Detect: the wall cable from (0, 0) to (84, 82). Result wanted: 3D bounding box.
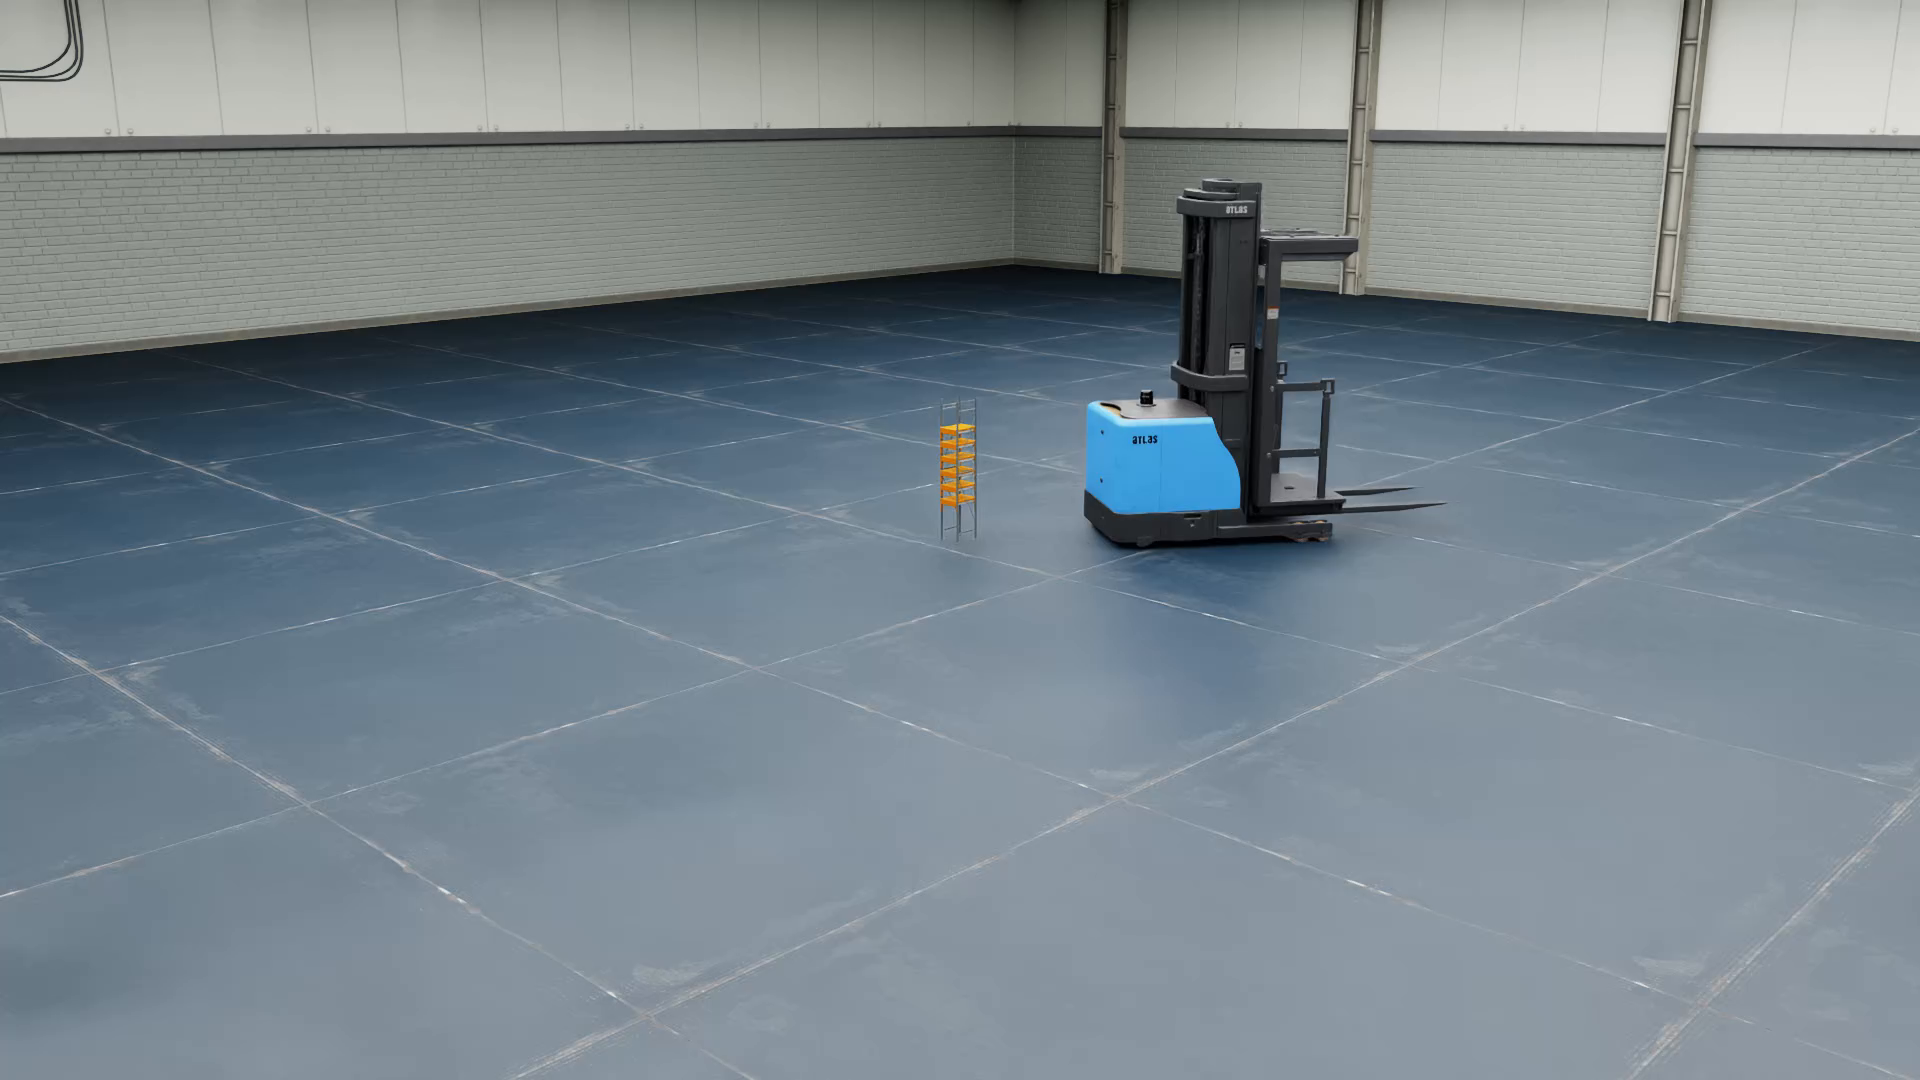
[{"bbox_3d":[-13.186,-8.579,22.264,0.169,6.003,2.305,14,20,42],"label":"wall cable"}]

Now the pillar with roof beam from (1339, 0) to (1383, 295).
[{"bbox_3d":[4.611,-8.343,28.104,0.400,9.000,9.100,14,20,42],"label":"pillar with roof beam"}]

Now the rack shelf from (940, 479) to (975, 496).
[{"bbox_3d":[-0.010,-0.424,13.832,0.180,0.103,0.258,14,20,42],"label":"rack shelf"}]

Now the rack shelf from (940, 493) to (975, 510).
[{"bbox_3d":[-0.010,-0.308,13.862,0.180,0.103,0.258,14,20,42],"label":"rack shelf"}]

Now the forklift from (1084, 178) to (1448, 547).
[{"bbox_3d":[2.646,-1.527,13.981,3.031,2.935,1.130,-3,15,-11],"label":"forklift"}]

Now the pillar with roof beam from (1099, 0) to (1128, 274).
[{"bbox_3d":[0.292,-9.393,32.135,0.400,9.000,9.100,14,20,42],"label":"pillar with roof beam"}]

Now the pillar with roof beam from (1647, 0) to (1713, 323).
[{"bbox_3d":[8.930,-7.293,24.074,0.400,9.000,9.100,14,20,42],"label":"pillar with roof beam"}]

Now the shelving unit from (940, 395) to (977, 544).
[{"bbox_3d":[-0.010,-0.583,13.791,0.189,1.200,0.258,14,20,42],"label":"shelving unit"}]

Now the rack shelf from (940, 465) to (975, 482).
[{"bbox_3d":[-0.010,-0.540,13.802,0.180,0.103,0.258,14,20,42],"label":"rack shelf"}]

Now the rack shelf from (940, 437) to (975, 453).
[{"bbox_3d":[-0.010,-0.772,13.741,0.180,0.103,0.258,14,20,42],"label":"rack shelf"}]

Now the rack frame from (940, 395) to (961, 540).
[{"bbox_3d":[-0.076,-0.599,13.852,0.006,1.200,0.240,14,20,42],"label":"rack frame"}]

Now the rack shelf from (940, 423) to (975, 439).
[{"bbox_3d":[-0.010,-0.889,13.711,0.180,0.103,0.258,14,20,42],"label":"rack shelf"}]

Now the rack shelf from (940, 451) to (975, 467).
[{"bbox_3d":[-0.010,-0.656,13.771,0.180,0.103,0.258,14,20,42],"label":"rack shelf"}]

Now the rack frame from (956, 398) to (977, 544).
[{"bbox_3d":[0.055,-0.567,13.729,0.006,1.200,0.240,14,20,42],"label":"rack frame"}]
